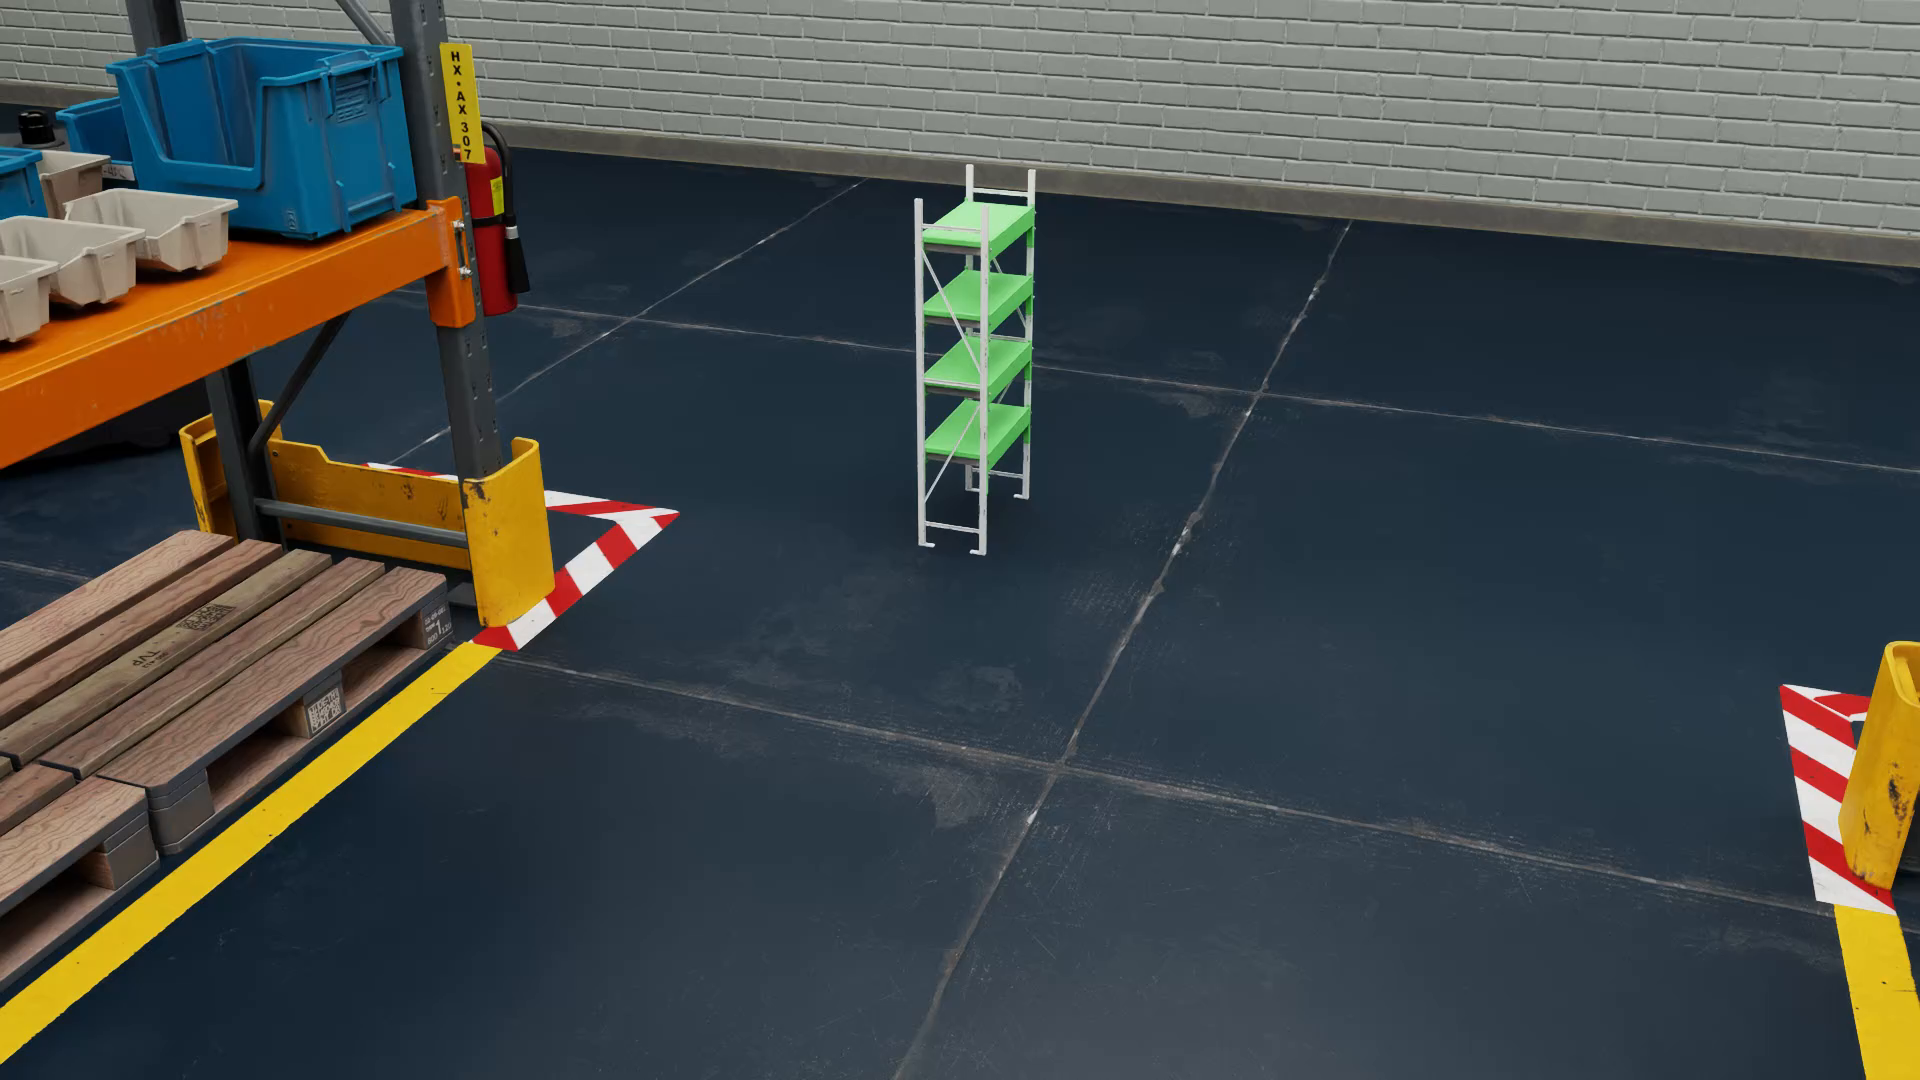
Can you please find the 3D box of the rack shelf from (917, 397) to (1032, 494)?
[{"bbox_3d":[0.055,-0.335,5.761,0.258,0.148,0.480,9,27,17],"label":"rack shelf"}]

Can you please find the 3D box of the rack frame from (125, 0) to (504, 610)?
[{"bbox_3d":[-1.908,-1.213,4.813,1.000,3.000,0.127,9,27,17],"label":"rack frame"}]

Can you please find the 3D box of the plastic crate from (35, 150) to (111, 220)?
[{"bbox_3d":[-2.485,-0.948,4.499,0.250,0.136,0.298,9,27,17],"label":"plastic crate"}]

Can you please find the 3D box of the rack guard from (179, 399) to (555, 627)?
[{"bbox_3d":[-1.912,-0.099,5.382,1.175,0.500,0.348,9,27,17],"label":"rack guard"}]

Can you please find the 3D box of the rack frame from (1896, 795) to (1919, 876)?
[{"bbox_3d":[2.763,-0.495,3.329,1.000,3.000,0.127,9,27,17],"label":"rack frame"}]

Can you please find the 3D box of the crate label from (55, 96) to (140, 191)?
[{"bbox_3d":[-2.300,-1.111,4.725,0.416,0.233,0.303,9,27,17],"label":"crate label"}]

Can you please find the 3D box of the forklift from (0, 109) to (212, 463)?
[{"bbox_3d":[-4.478,-1.596,5.683,3.031,2.935,1.130,-13,29,-24],"label":"forklift"}]

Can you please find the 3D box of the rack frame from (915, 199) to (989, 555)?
[{"bbox_3d":[-0.026,-0.508,5.422,0.240,1.200,0.015,9,27,17],"label":"rack frame"}]

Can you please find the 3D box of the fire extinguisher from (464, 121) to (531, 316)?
[{"bbox_3d":[-1.429,-1.006,4.903,0.296,0.674,0.183,9,27,17],"label":"fire extinguisher"}]

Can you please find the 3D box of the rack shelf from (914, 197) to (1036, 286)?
[{"bbox_3d":[0.055,-0.983,5.448,0.258,0.148,0.480,9,27,17],"label":"rack shelf"}]

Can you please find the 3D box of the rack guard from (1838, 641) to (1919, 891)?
[{"bbox_3d":[2.771,0.621,3.894,1.175,0.500,0.348,9,27,17],"label":"rack guard"}]

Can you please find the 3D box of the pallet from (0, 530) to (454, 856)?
[{"bbox_3d":[-2.219,0.376,4.732,1.003,0.211,1.213,9,27,17],"label":"pallet"}]

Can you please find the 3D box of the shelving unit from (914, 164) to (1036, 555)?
[{"bbox_3d":[0.055,-0.608,5.629,0.258,1.200,0.503,9,27,17],"label":"shelving unit"}]

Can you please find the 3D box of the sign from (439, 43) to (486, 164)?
[{"bbox_3d":[-1.384,-1.213,4.626,0.100,0.325,0.005,9,27,17],"label":"sign"}]

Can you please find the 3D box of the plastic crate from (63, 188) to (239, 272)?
[{"bbox_3d":[-2.008,-0.760,4.111,0.396,0.136,0.243,9,27,17],"label":"plastic crate"}]

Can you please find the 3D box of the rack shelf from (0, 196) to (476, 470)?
[{"bbox_3d":[-2.573,-0.067,3.272,1.077,0.370,4.000,9,27,17],"label":"rack shelf"}]

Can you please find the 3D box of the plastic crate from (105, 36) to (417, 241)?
[{"bbox_3d":[-1.843,-1.091,4.452,0.616,0.435,0.499,9,27,17],"label":"plastic crate"}]

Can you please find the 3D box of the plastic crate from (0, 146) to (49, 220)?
[{"bbox_3d":[-2.519,-0.840,4.166,0.416,0.233,0.300,9,27,17],"label":"plastic crate"}]

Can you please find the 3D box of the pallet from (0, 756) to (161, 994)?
[{"bbox_3d":[-2.626,0.875,3.700,1.003,0.211,1.213,9,27,17],"label":"pallet"}]

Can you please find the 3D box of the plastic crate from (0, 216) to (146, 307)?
[{"bbox_3d":[-2.118,-0.643,3.869,0.396,0.136,0.243,9,27,17],"label":"plastic crate"}]

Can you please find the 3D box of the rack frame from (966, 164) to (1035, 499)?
[{"bbox_3d":[0.136,-0.708,5.836,0.240,1.200,0.015,9,27,17],"label":"rack frame"}]

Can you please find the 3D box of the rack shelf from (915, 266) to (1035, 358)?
[{"bbox_3d":[0.055,-0.767,5.552,0.258,0.148,0.480,9,27,17],"label":"rack shelf"}]

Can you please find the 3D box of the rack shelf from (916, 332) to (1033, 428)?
[{"bbox_3d":[0.055,-0.551,5.657,0.258,0.148,0.480,9,27,17],"label":"rack shelf"}]

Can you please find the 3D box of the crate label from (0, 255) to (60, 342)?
[{"bbox_3d":[-2.188,-0.525,3.625,0.396,0.136,0.243,9,27,17],"label":"crate label"}]
